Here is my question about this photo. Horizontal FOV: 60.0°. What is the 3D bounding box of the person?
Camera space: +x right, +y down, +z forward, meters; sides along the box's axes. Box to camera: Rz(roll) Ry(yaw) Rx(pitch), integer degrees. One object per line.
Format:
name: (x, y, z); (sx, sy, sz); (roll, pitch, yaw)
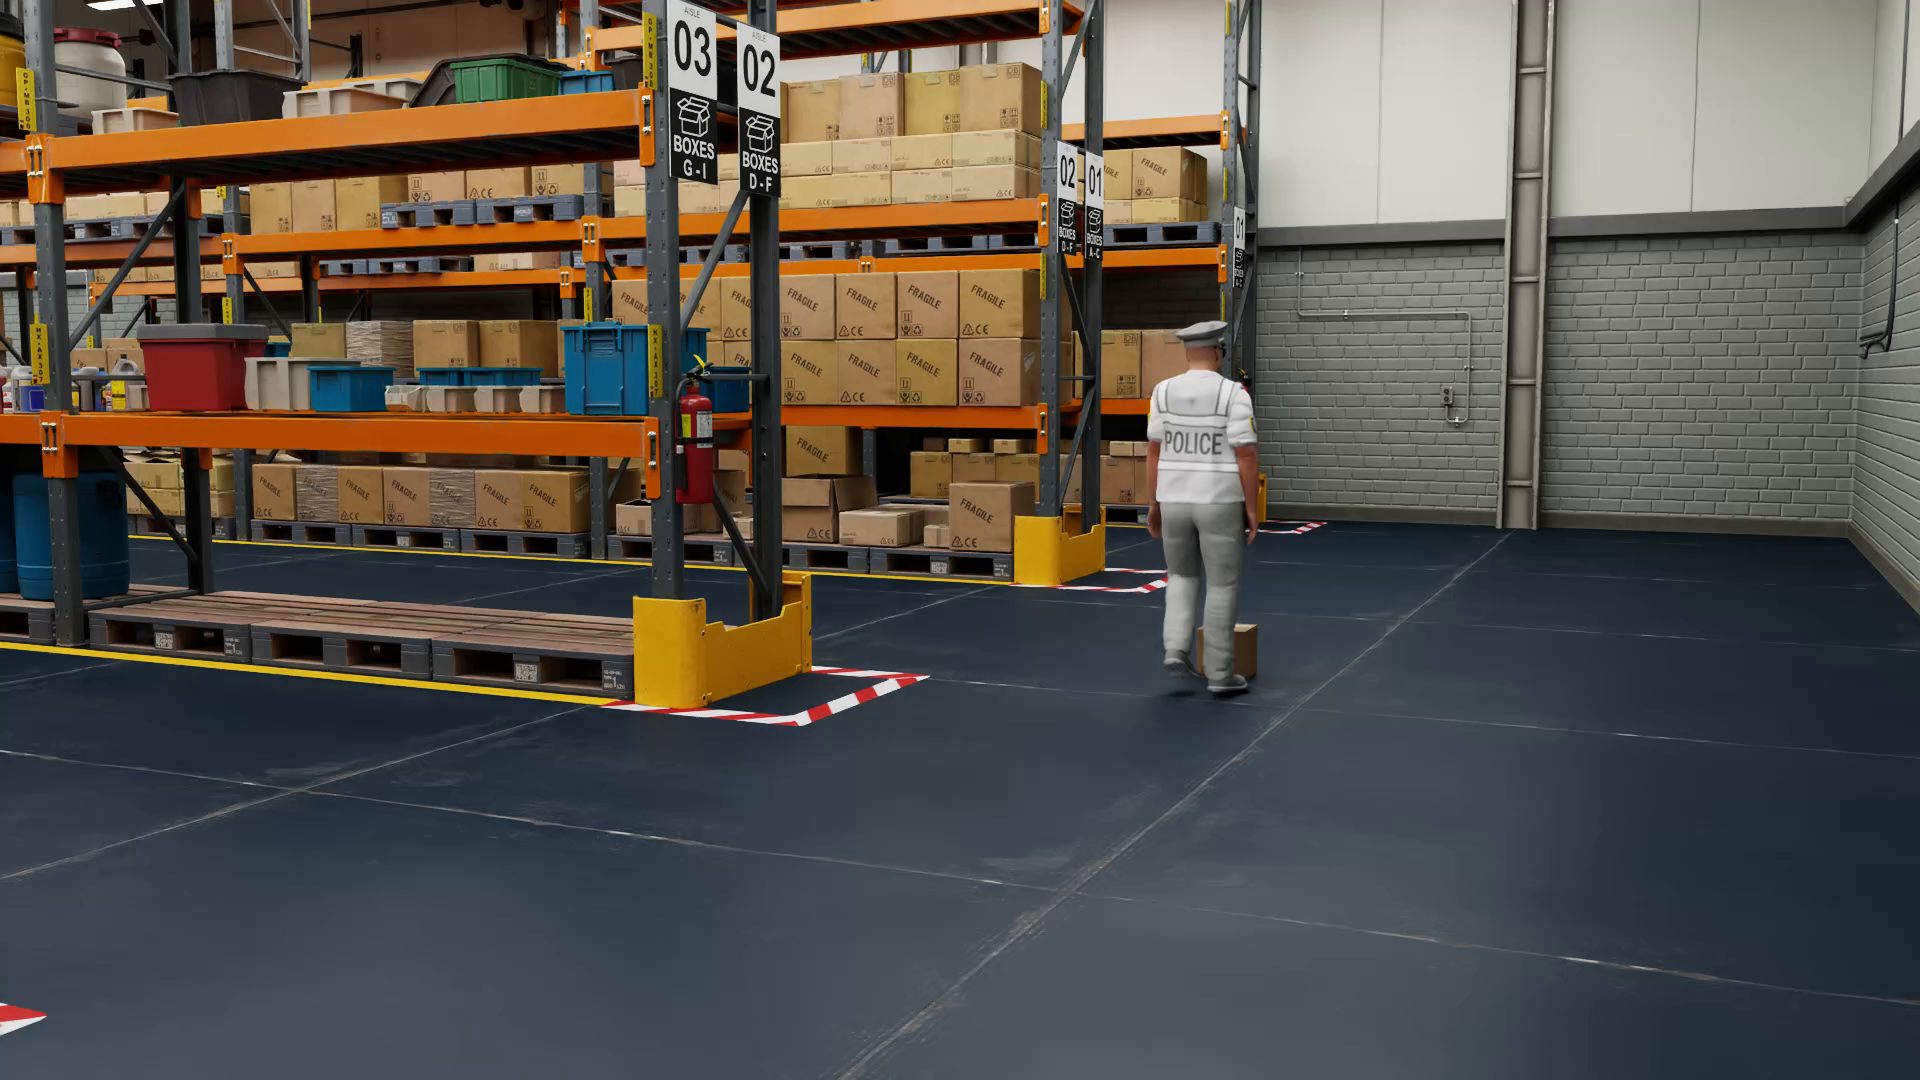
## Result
person: (1.161, -0.158, 7.928); (0.572, 1.767, 0.421); (3, 6, 30)
